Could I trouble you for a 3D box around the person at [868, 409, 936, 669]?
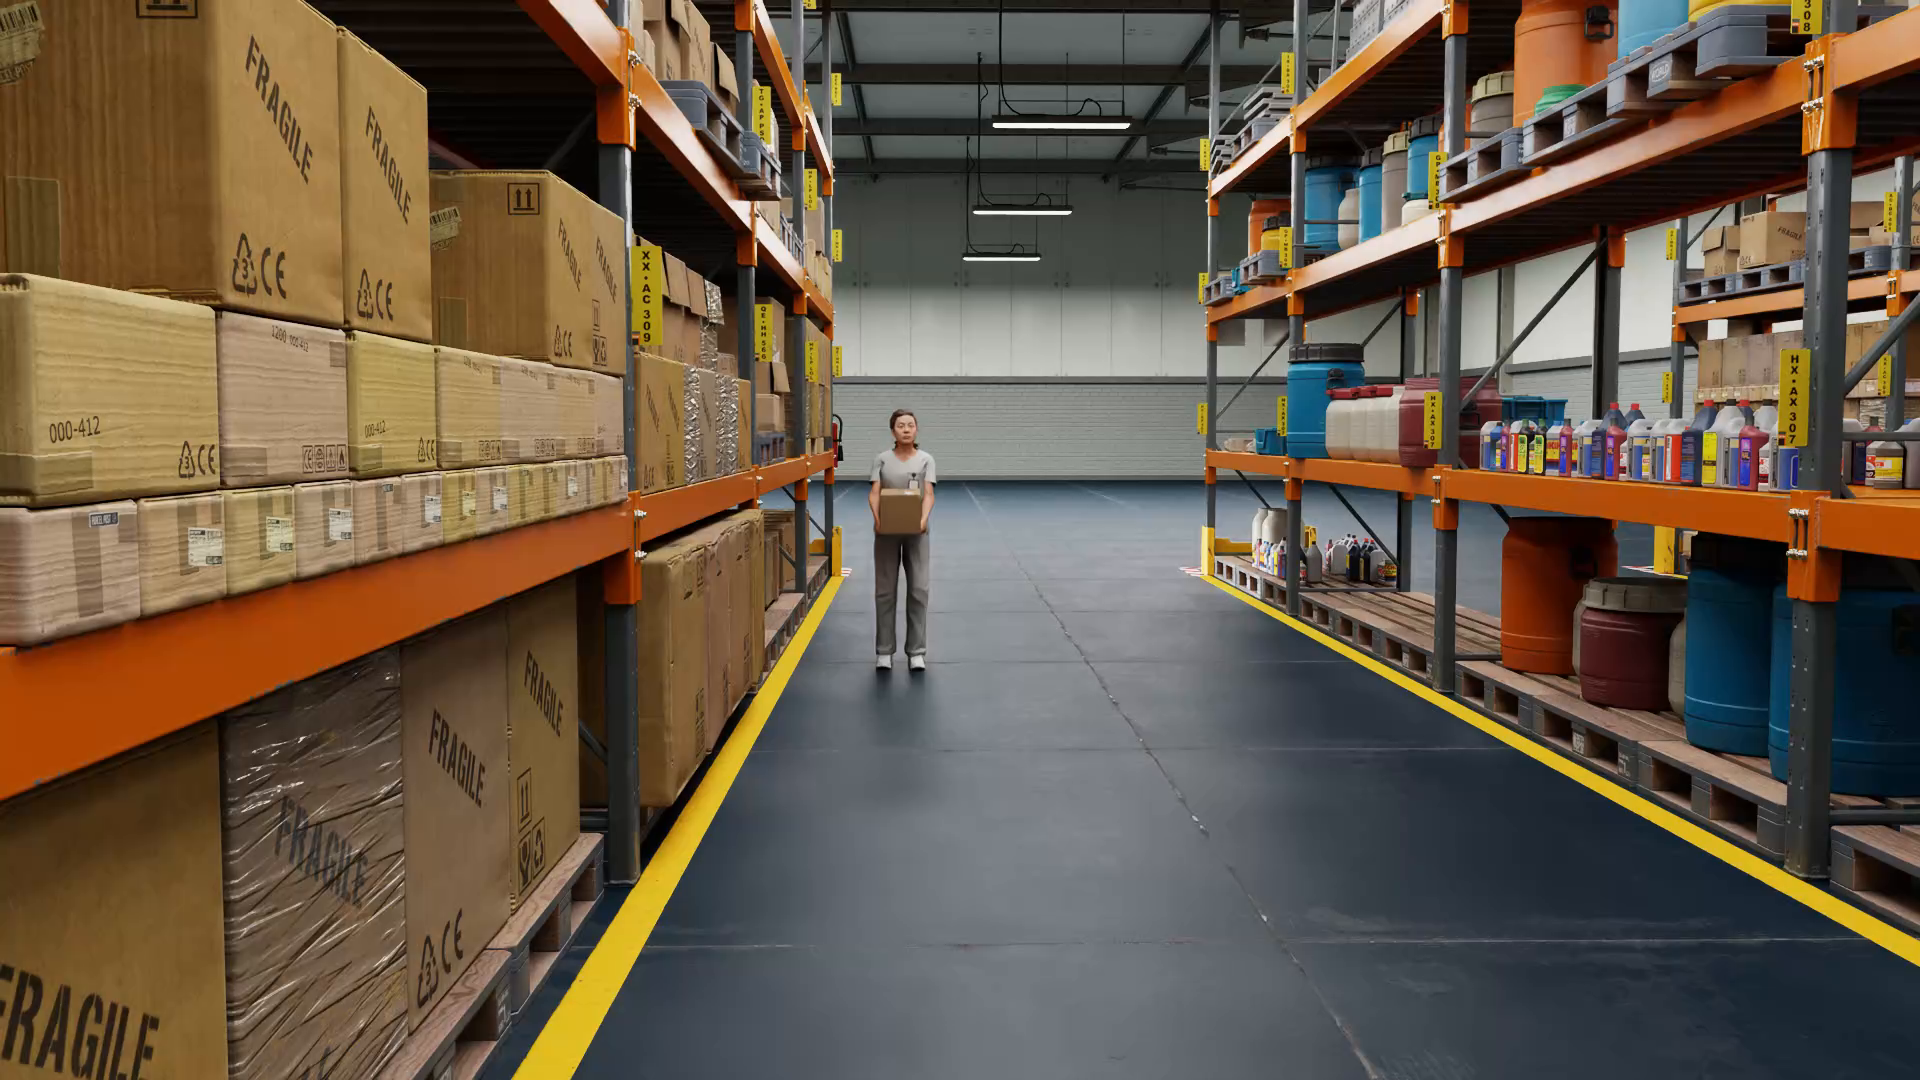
[{"bbox_3d":[-0.370,-0.008,10.671,0.436,1.663,0.553,0,4,0],"label":"person"}]
